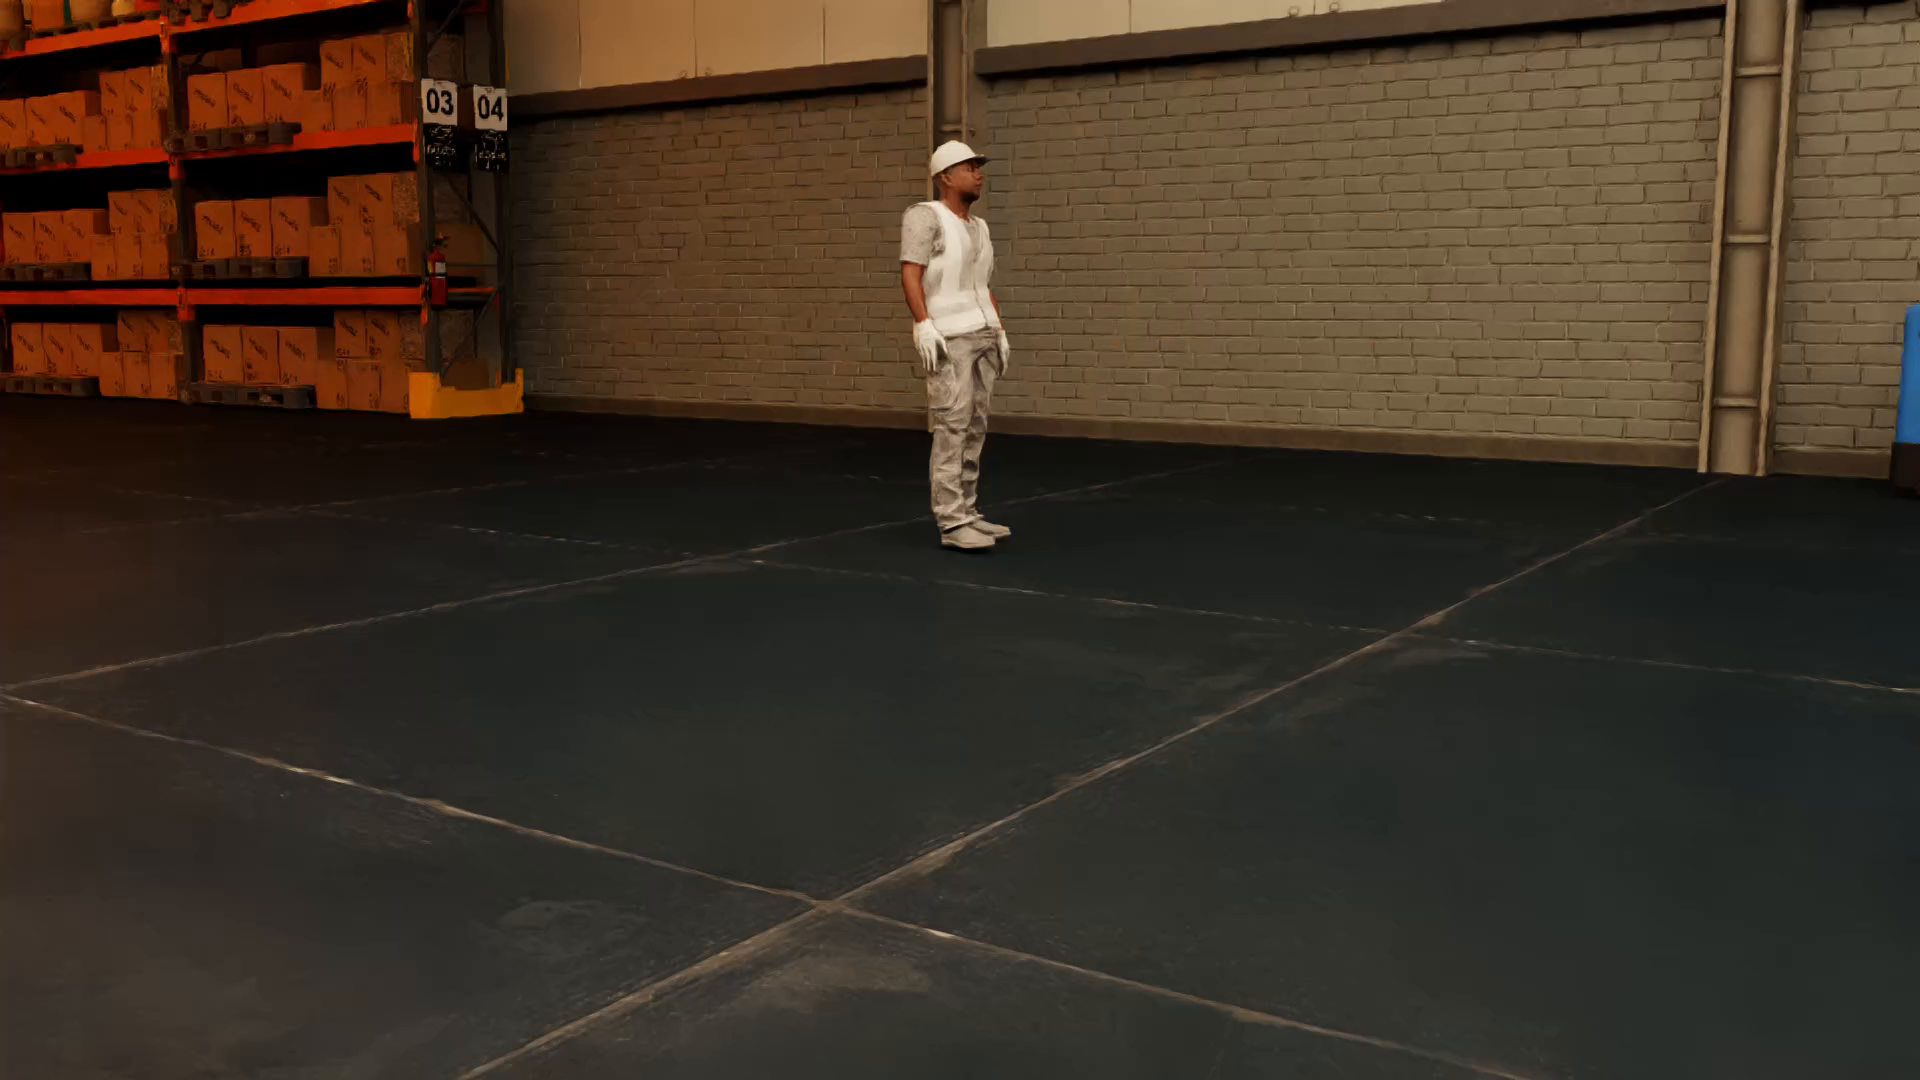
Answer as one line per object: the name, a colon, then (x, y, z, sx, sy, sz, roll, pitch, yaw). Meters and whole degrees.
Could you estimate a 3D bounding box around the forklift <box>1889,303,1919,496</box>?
forklift: (6.433, -1.556, 8.132, 1.130, 2.935, 3.031, -6, 10, -36)

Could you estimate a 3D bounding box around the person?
person: (0.055, -0.883, 7.431, 0.576, 1.782, 0.655, 5, 10, 34)
